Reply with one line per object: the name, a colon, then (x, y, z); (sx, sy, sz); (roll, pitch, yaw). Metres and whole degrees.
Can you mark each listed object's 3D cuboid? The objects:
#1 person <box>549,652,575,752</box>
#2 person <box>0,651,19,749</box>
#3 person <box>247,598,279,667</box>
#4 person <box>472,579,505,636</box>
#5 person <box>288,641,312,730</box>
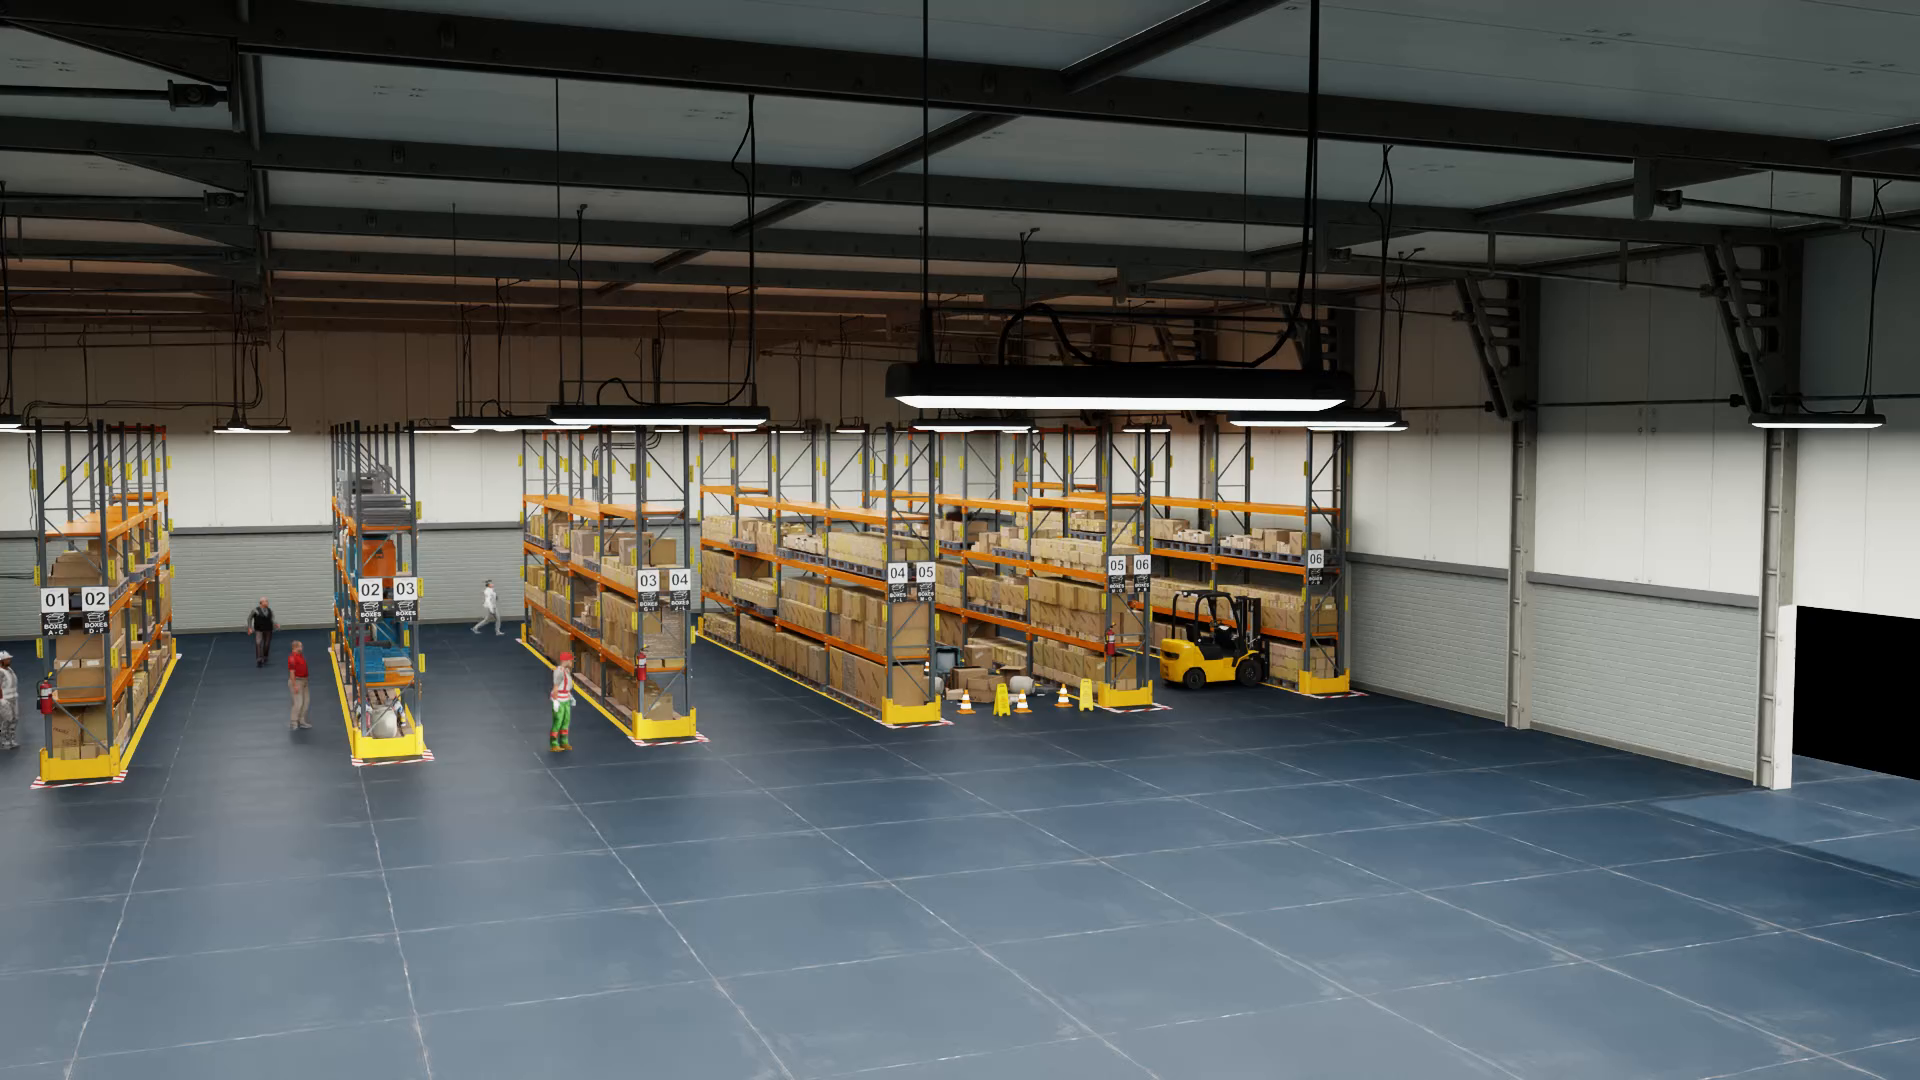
person: (-7.234, 2.939, 30.275); (0.434, 1.791, 0.597); (1, 4, 8)
person: (-17.550, 2.963, 30.626); (0.456, 1.844, 0.574); (1, 4, 9)
person: (-17.444, 2.290, 41.644); (0.741, 1.701, 0.976); (-1, 4, -22)
person: (-13.493, 1.924, 47.592); (0.897, 1.637, 0.520); (0, 4, 1)
person: (-12.948, 2.875, 32.615); (0.426, 1.810, 0.608); (1, 4, 8)
